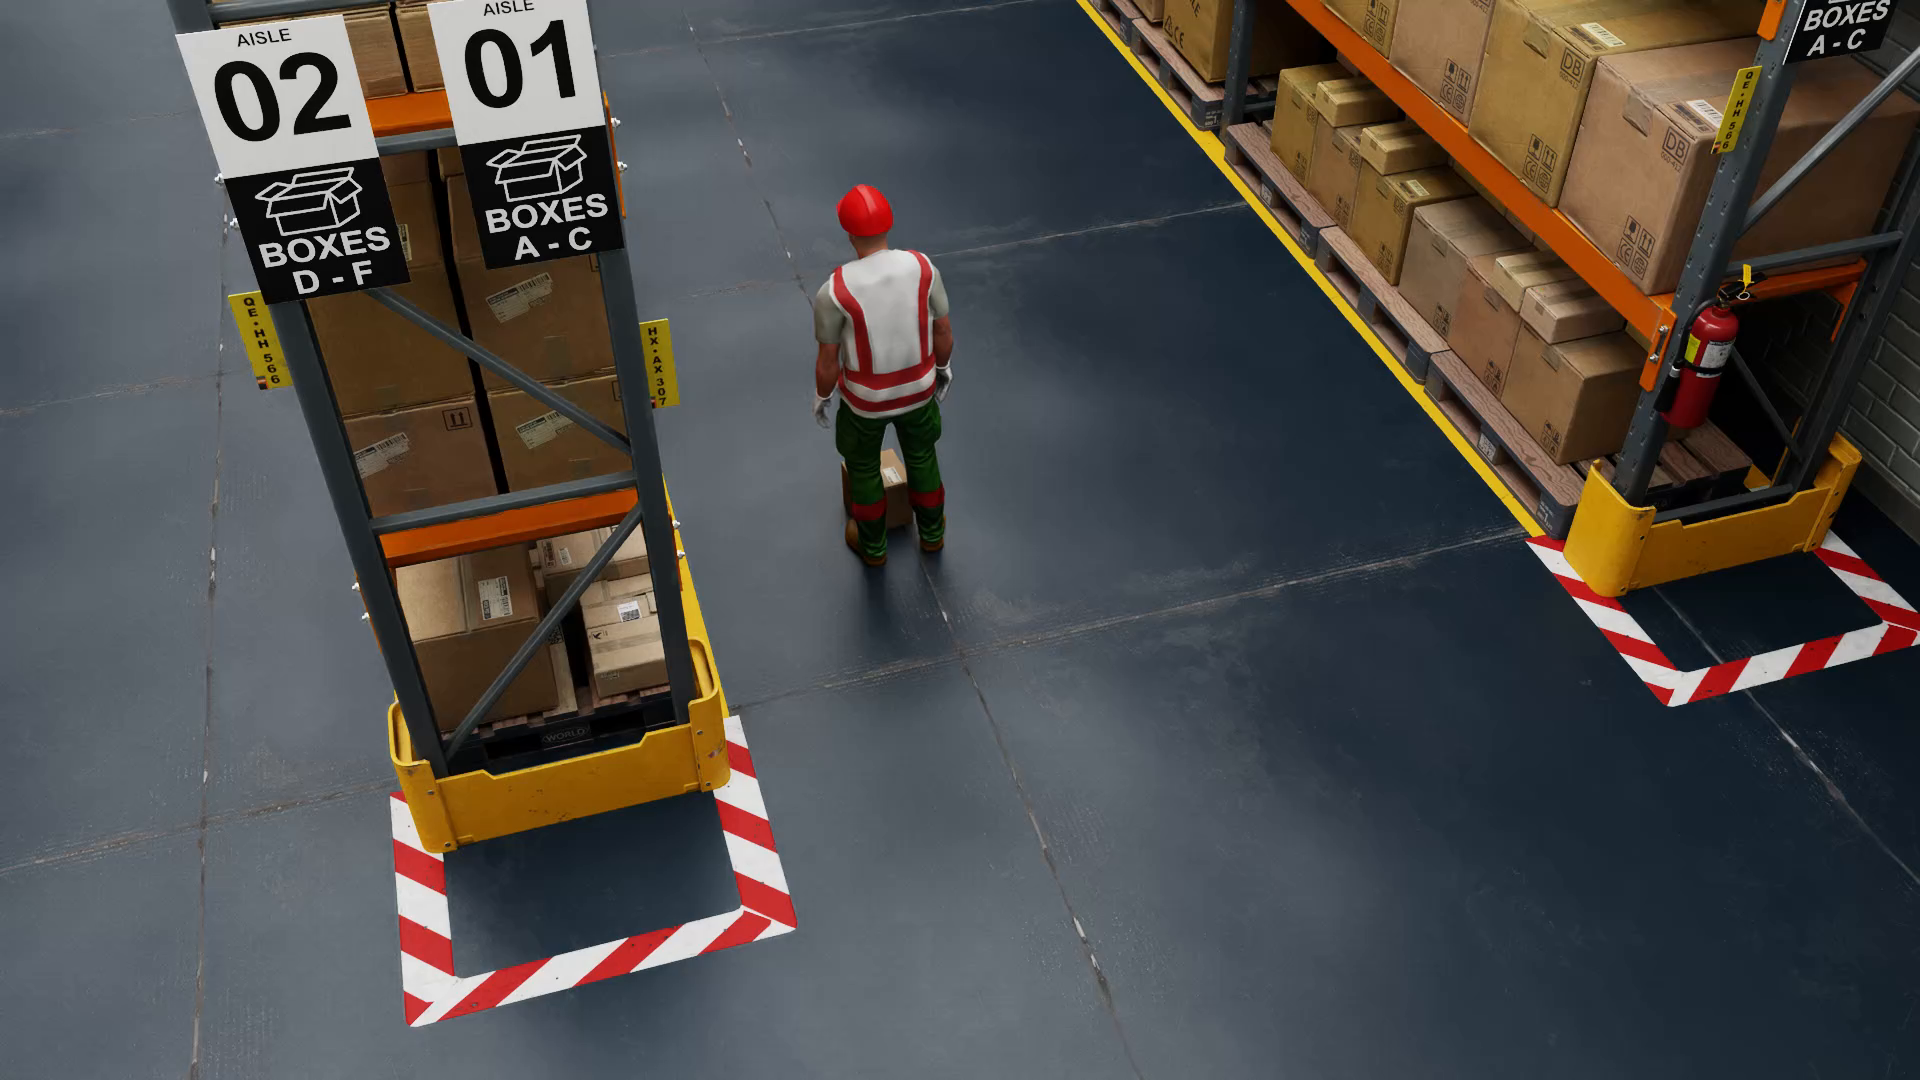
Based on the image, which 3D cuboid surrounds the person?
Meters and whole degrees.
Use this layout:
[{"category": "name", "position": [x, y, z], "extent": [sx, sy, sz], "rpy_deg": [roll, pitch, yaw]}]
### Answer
[{"category": "person", "position": [-0.318, -0.638, 6.861], "extent": [0.619, 1.779, 0.450], "rpy_deg": [-14, 44, -15]}]
